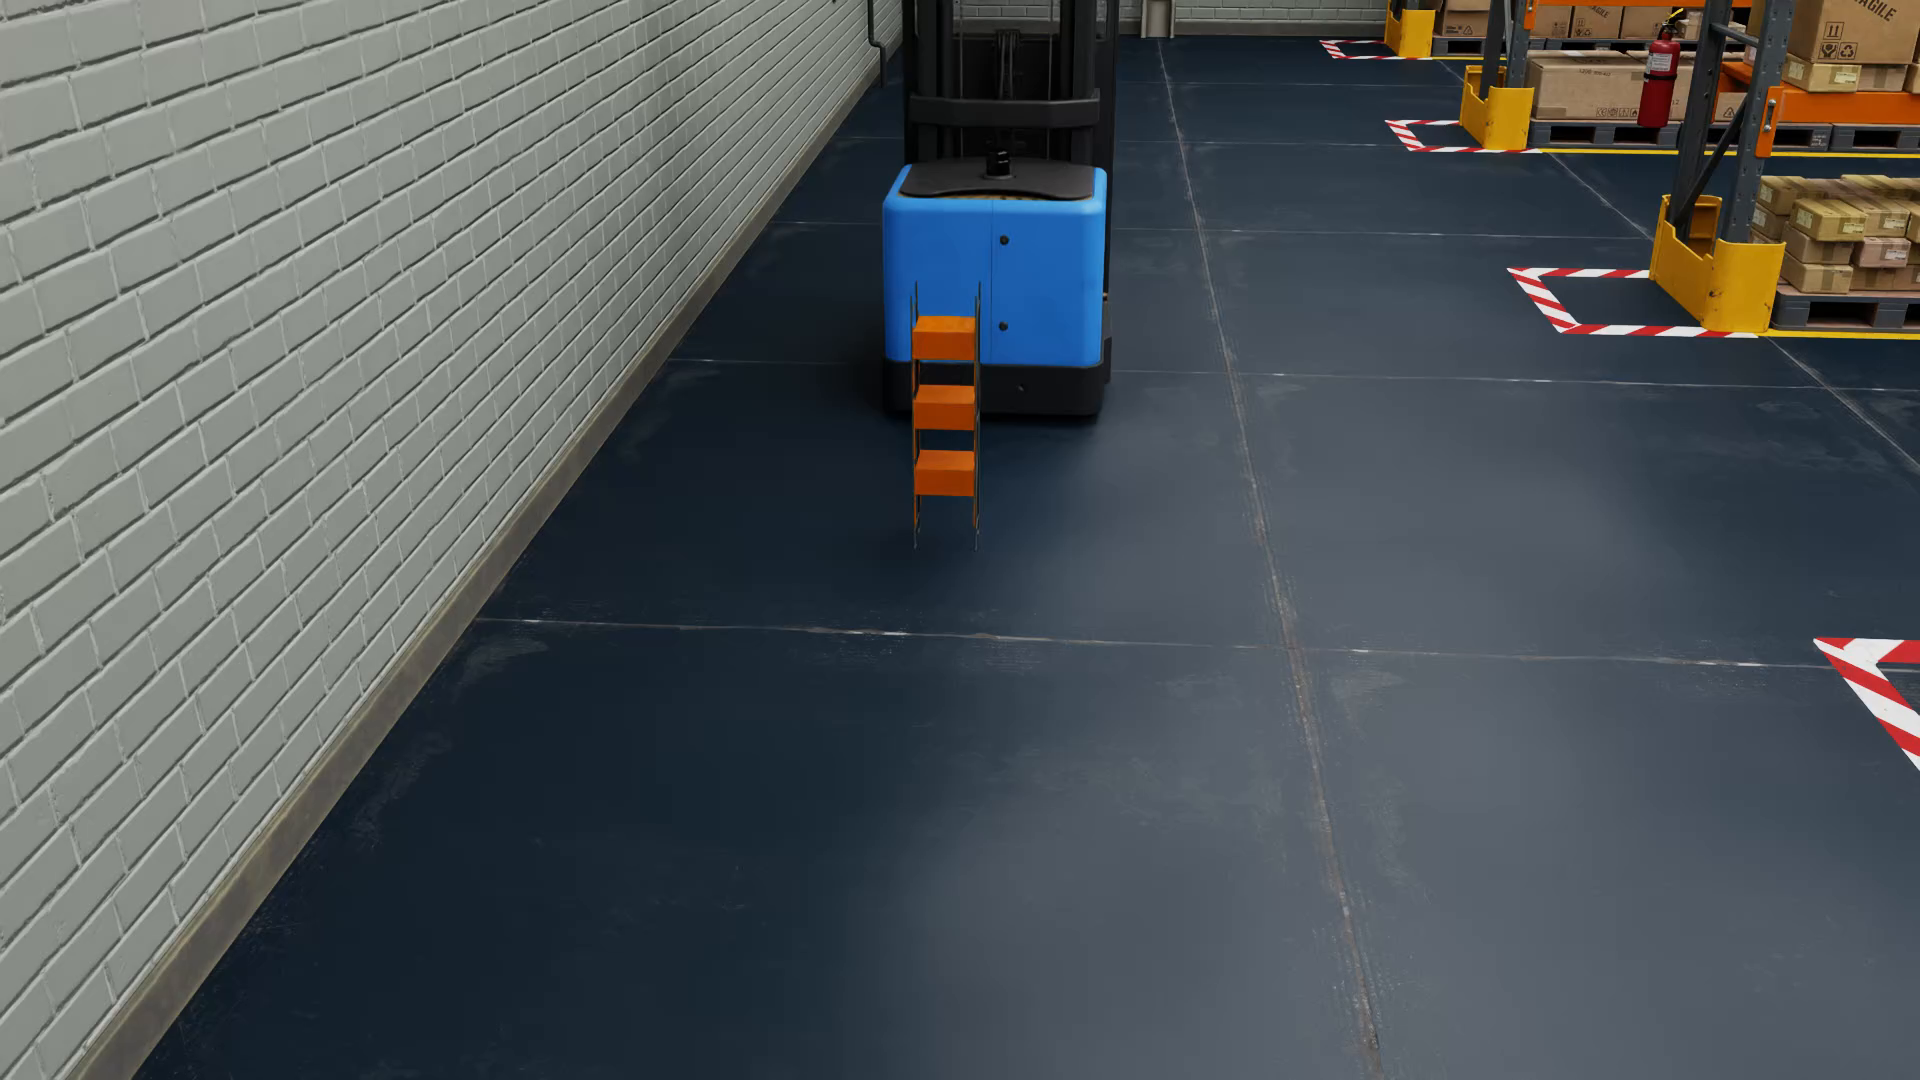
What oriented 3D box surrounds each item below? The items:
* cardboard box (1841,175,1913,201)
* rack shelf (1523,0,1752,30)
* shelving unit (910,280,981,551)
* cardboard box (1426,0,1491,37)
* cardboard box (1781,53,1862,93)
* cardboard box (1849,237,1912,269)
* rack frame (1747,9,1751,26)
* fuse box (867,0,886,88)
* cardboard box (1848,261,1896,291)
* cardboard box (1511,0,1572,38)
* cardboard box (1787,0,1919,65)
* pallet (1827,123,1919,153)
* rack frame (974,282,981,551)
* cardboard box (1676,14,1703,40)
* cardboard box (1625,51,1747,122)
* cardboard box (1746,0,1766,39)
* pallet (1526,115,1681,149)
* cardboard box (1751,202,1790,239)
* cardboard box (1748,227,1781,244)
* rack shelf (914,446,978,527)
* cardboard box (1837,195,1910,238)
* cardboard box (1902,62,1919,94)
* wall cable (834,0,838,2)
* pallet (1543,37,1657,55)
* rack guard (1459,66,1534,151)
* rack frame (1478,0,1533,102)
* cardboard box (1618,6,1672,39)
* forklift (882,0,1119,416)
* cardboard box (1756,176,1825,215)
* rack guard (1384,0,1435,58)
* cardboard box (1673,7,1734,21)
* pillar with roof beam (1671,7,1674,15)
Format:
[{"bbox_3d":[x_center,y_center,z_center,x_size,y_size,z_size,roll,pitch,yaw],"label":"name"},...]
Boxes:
[{"bbox_3d":[5.370,-2.031,9.772,0.250,0.149,0.380,1,25,3],"label":"cardboard box"},{"bbox_3d":[6.581,-4.439,13.669,4.000,0.370,1.077,2,25,4],"label":"rack shelf"},{"bbox_3d":[-0.053,-0.479,6.534,0.252,1.050,0.215,2,25,4],"label":"shelving unit"},{"bbox_3d":[5.566,-5.896,18.460,0.637,0.503,0.797,1,25,2],"label":"cardboard box"},{"bbox_3d":[4.607,-2.502,8.901,0.250,0.149,0.380,2,25,4],"label":"cardboard box"},{"bbox_3d":[5.081,-1.638,9.274,0.250,0.149,0.380,2,25,4],"label":"cardboard box"},{"bbox_3d":[8.952,-6.771,17.876,0.127,3.000,1.000,2,25,4],"label":"rack frame"},{"bbox_3d":[-0.730,-5.286,16.191,0.414,1.711,0.539,2,25,4],"label":"fuse box"},{"bbox_3d":[5.074,-1.535,9.405,0.250,0.149,0.380,2,25,4],"label":"cardboard box"},{"bbox_3d":[6.415,-5.851,18.366,0.500,0.500,0.700,3,25,6],"label":"cardboard box"},{"bbox_3d":[4.736,-2.815,8.803,0.500,0.500,0.500,3,25,6],"label":"cardboard box"},{"bbox_3d":[7.823,-3.492,14.087,1.213,0.211,1.003,2,25,4],"label":"pallet"},{"bbox_3d":[0.068,-0.475,6.526,0.008,1.050,0.200,2,25,4],"label":"rack frame"},{"bbox_3d":[8.018,-5.626,18.157,0.258,0.266,0.396,3,25,6],"label":"cardboard box"},{"bbox_3d":[6.166,-3.852,14.095,0.875,0.438,0.875,2,25,5],"label":"cardboard box"},{"bbox_3d":[4.777,-3.037,9.286,0.500,0.500,0.500,2,25,5],"label":"cardboard box"},{"bbox_3d":[5.391,-3.570,14.256,1.213,0.211,1.003,2,25,4],"label":"pallet"},{"bbox_3d":[4.857,-1.896,9.835,0.250,0.149,0.380,1,25,3],"label":"cardboard box"},{"bbox_3d":[4.850,-1.729,9.828,0.250,0.149,0.380,2,25,5],"label":"cardboard box"},{"bbox_3d":[-0.053,-0.217,6.655,0.240,0.259,0.215,2,25,4],"label":"rack shelf"},{"bbox_3d":[5.090,-1.812,9.297,0.250,0.149,0.380,2,25,5],"label":"cardboard box"},{"bbox_3d":[5.128,-2.481,8.853,0.250,0.149,0.380,1,25,2],"label":"cardboard box"},{"bbox_3d":[-1.037,-5.476,13.810,0.123,1.953,0.585,2,25,4],"label":"wall cable"},{"bbox_3d":[7.047,-5.564,18.590,1.213,0.211,1.003,2,25,4],"label":"pallet"},{"bbox_3d":[4.563,-3.695,14.182,0.348,0.500,1.175,2,25,4],"label":"rack guard"},{"bbox_3d":[4.587,-4.830,13.658,0.127,3.000,1.000,2,25,4],"label":"rack frame"},{"bbox_3d":[7.451,-5.818,18.294,0.500,0.500,0.700,1,25,2],"label":"cardboard box"},{"bbox_3d":[0.276,-2.499,8.675,1.130,2.935,3.031,2,25,5],"label":"forklift"},{"bbox_3d":[4.856,-2.018,9.744,0.250,0.149,0.380,2,25,5],"label":"cardboard box"},{"bbox_3d":[5.039,-5.761,18.672,0.348,0.500,1.175,2,25,4],"label":"rack guard"},{"bbox_3d":[8.311,-5.860,18.610,0.500,0.311,0.500,3,25,6],"label":"cardboard box"},{"bbox_3d":[7.997,-8.100,13.588,0.400,9.000,9.100,2,25,4],"label":"pillar with roof beam"}]
